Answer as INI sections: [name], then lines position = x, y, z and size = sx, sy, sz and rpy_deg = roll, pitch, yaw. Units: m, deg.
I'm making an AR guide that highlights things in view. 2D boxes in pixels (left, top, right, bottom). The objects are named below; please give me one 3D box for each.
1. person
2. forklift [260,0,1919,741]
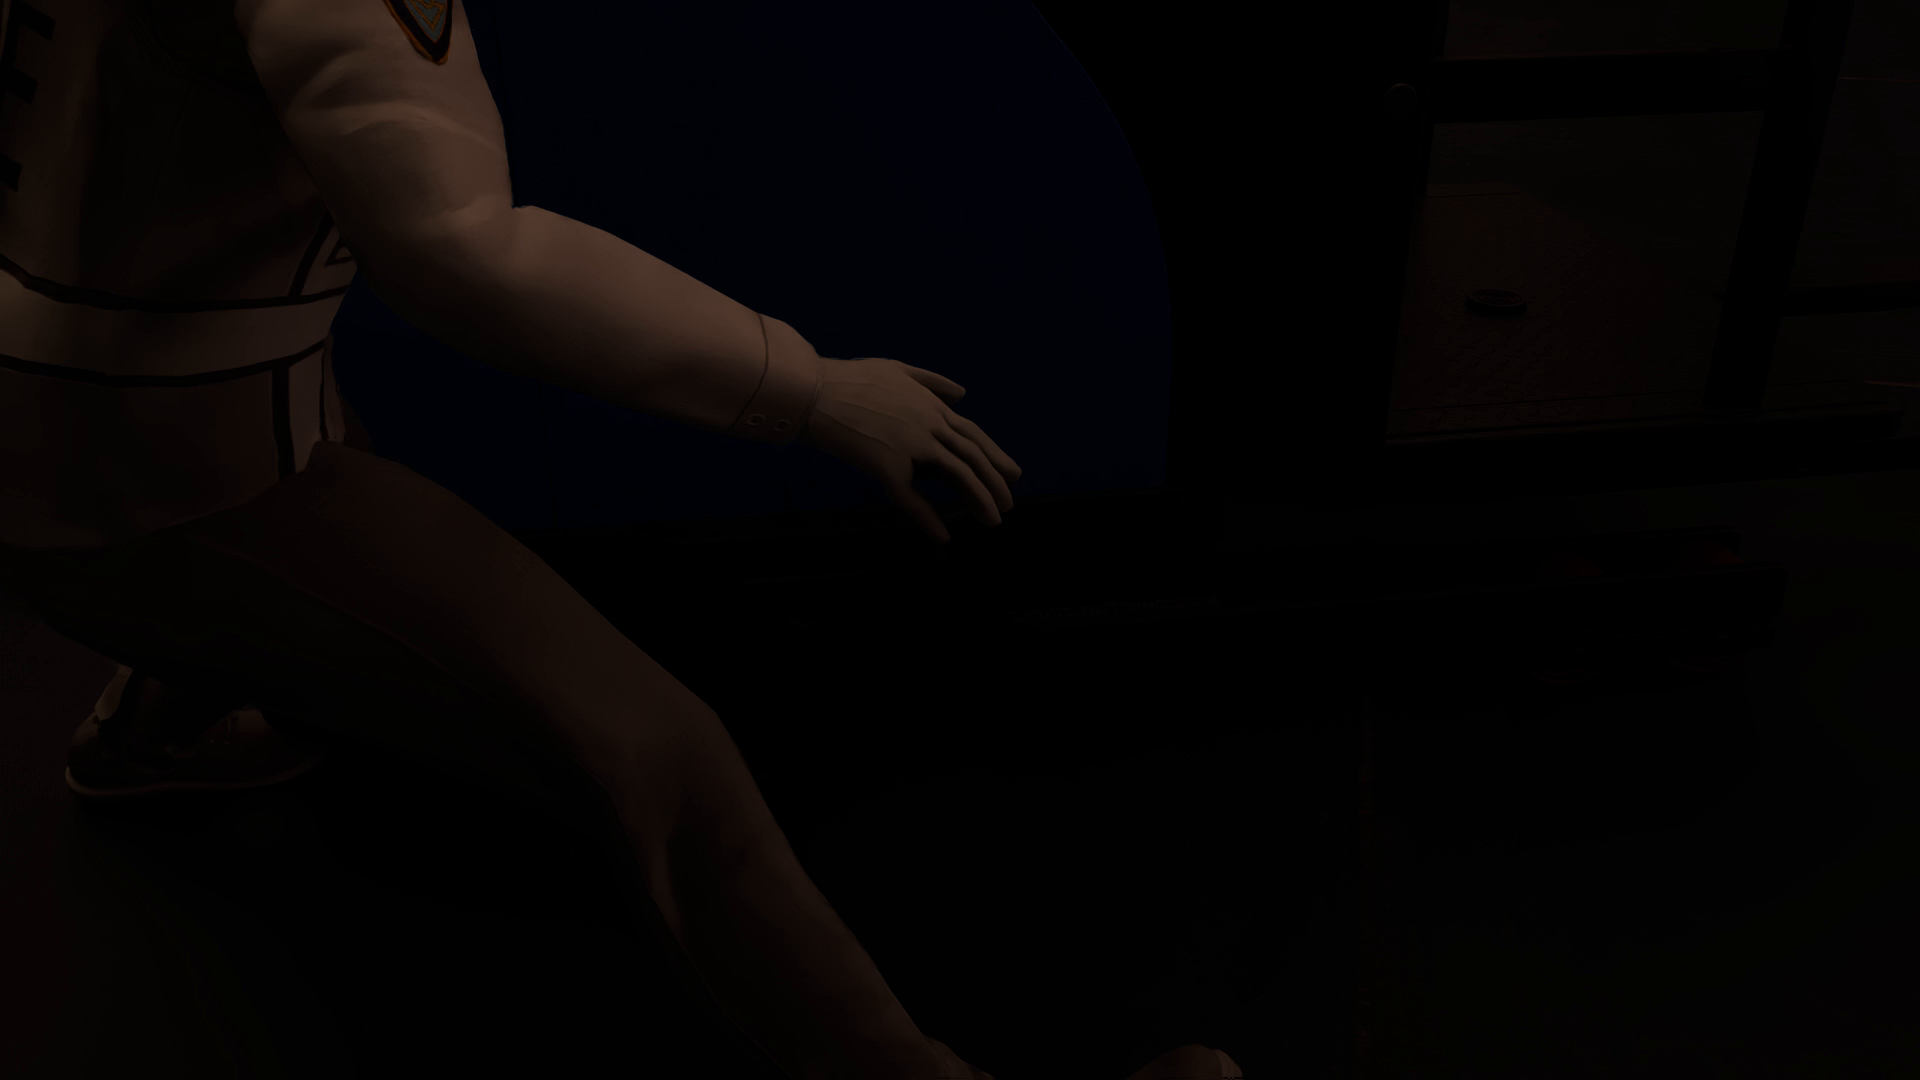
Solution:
[person]
position = -0.402, -0.169, 1.341
size = 0.922, 1.374, 1.145
rpy_deg = -10, 29, -20
[forklift]
position = 0.600, -1.354, 1.930
size = 3.031, 2.935, 1.130
rpy_deg = -4, 27, -9
